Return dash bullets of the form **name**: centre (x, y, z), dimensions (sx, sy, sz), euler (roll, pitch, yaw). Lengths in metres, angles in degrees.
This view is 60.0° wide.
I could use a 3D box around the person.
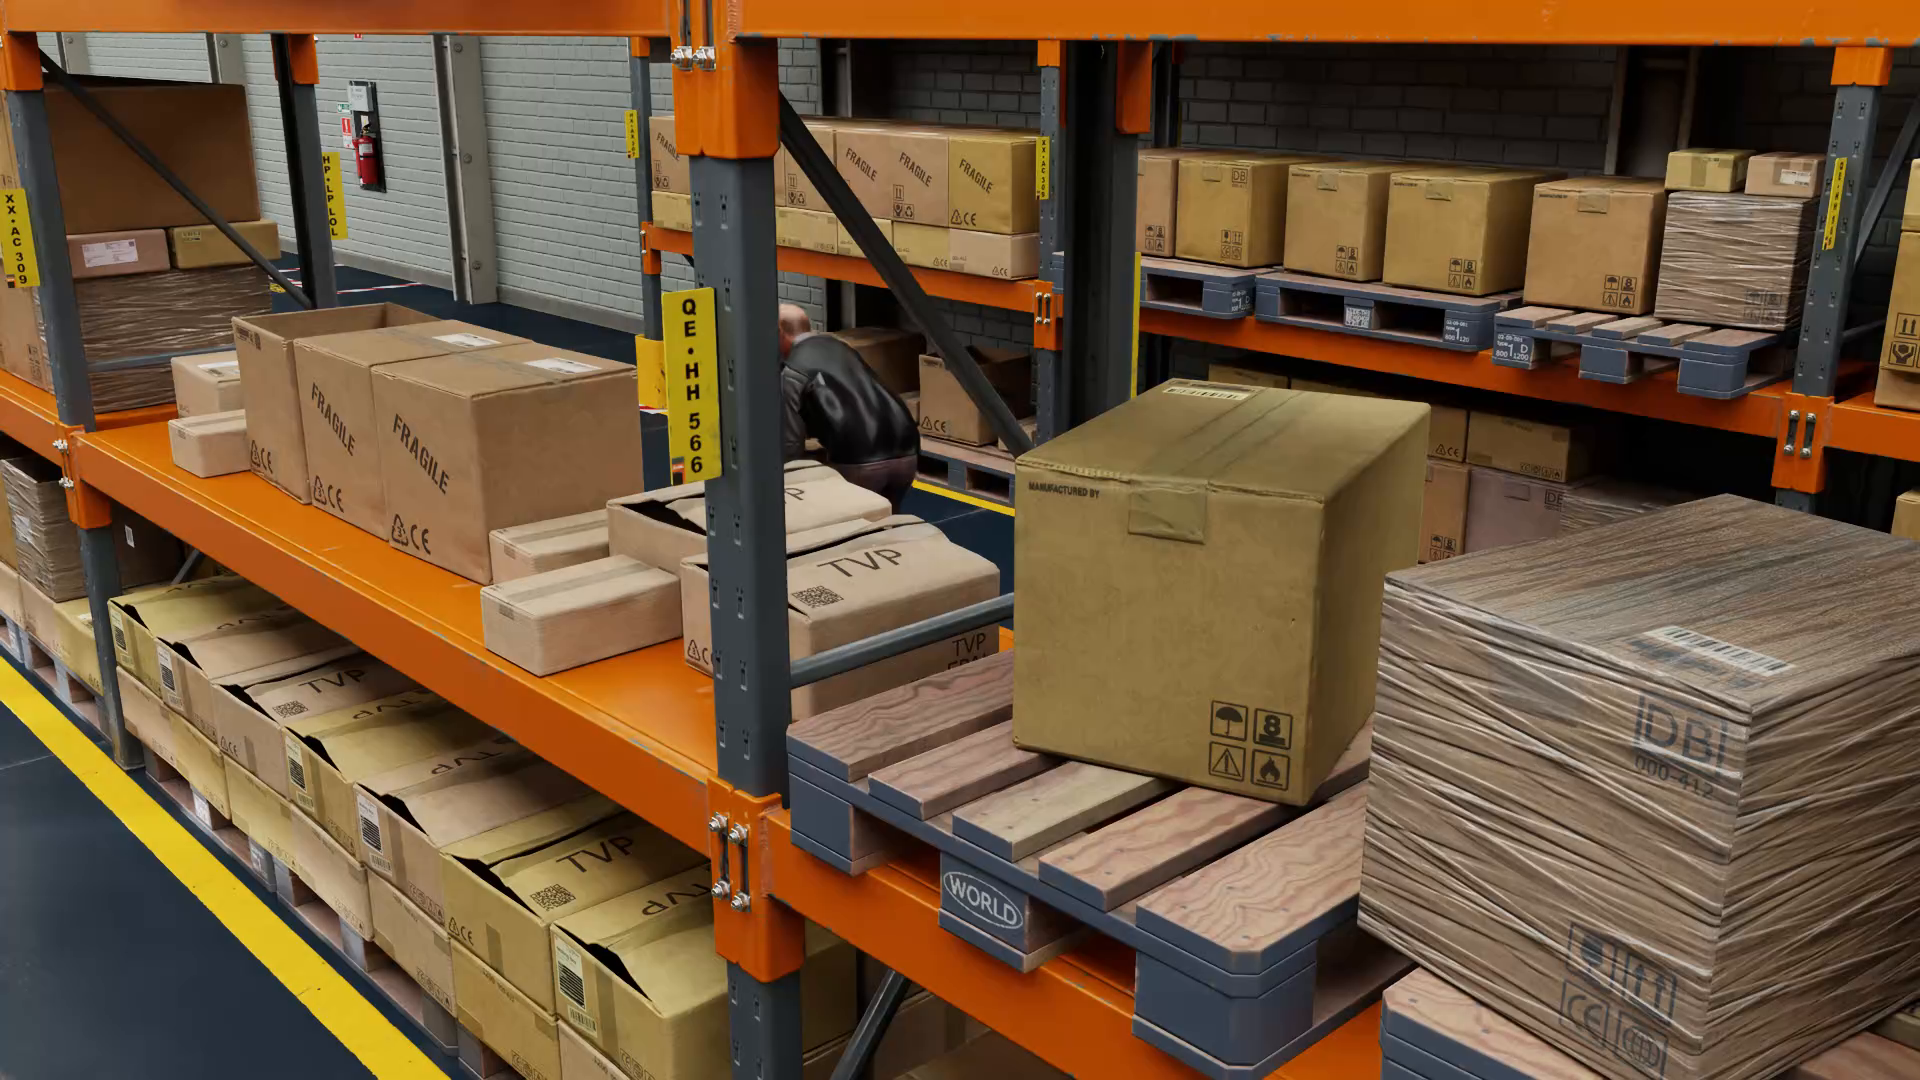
- **person**: centre (-0.550, -0.283, 7.416), dimensions (0.473, 1.482, 0.796), euler (-16, 24, -42)
